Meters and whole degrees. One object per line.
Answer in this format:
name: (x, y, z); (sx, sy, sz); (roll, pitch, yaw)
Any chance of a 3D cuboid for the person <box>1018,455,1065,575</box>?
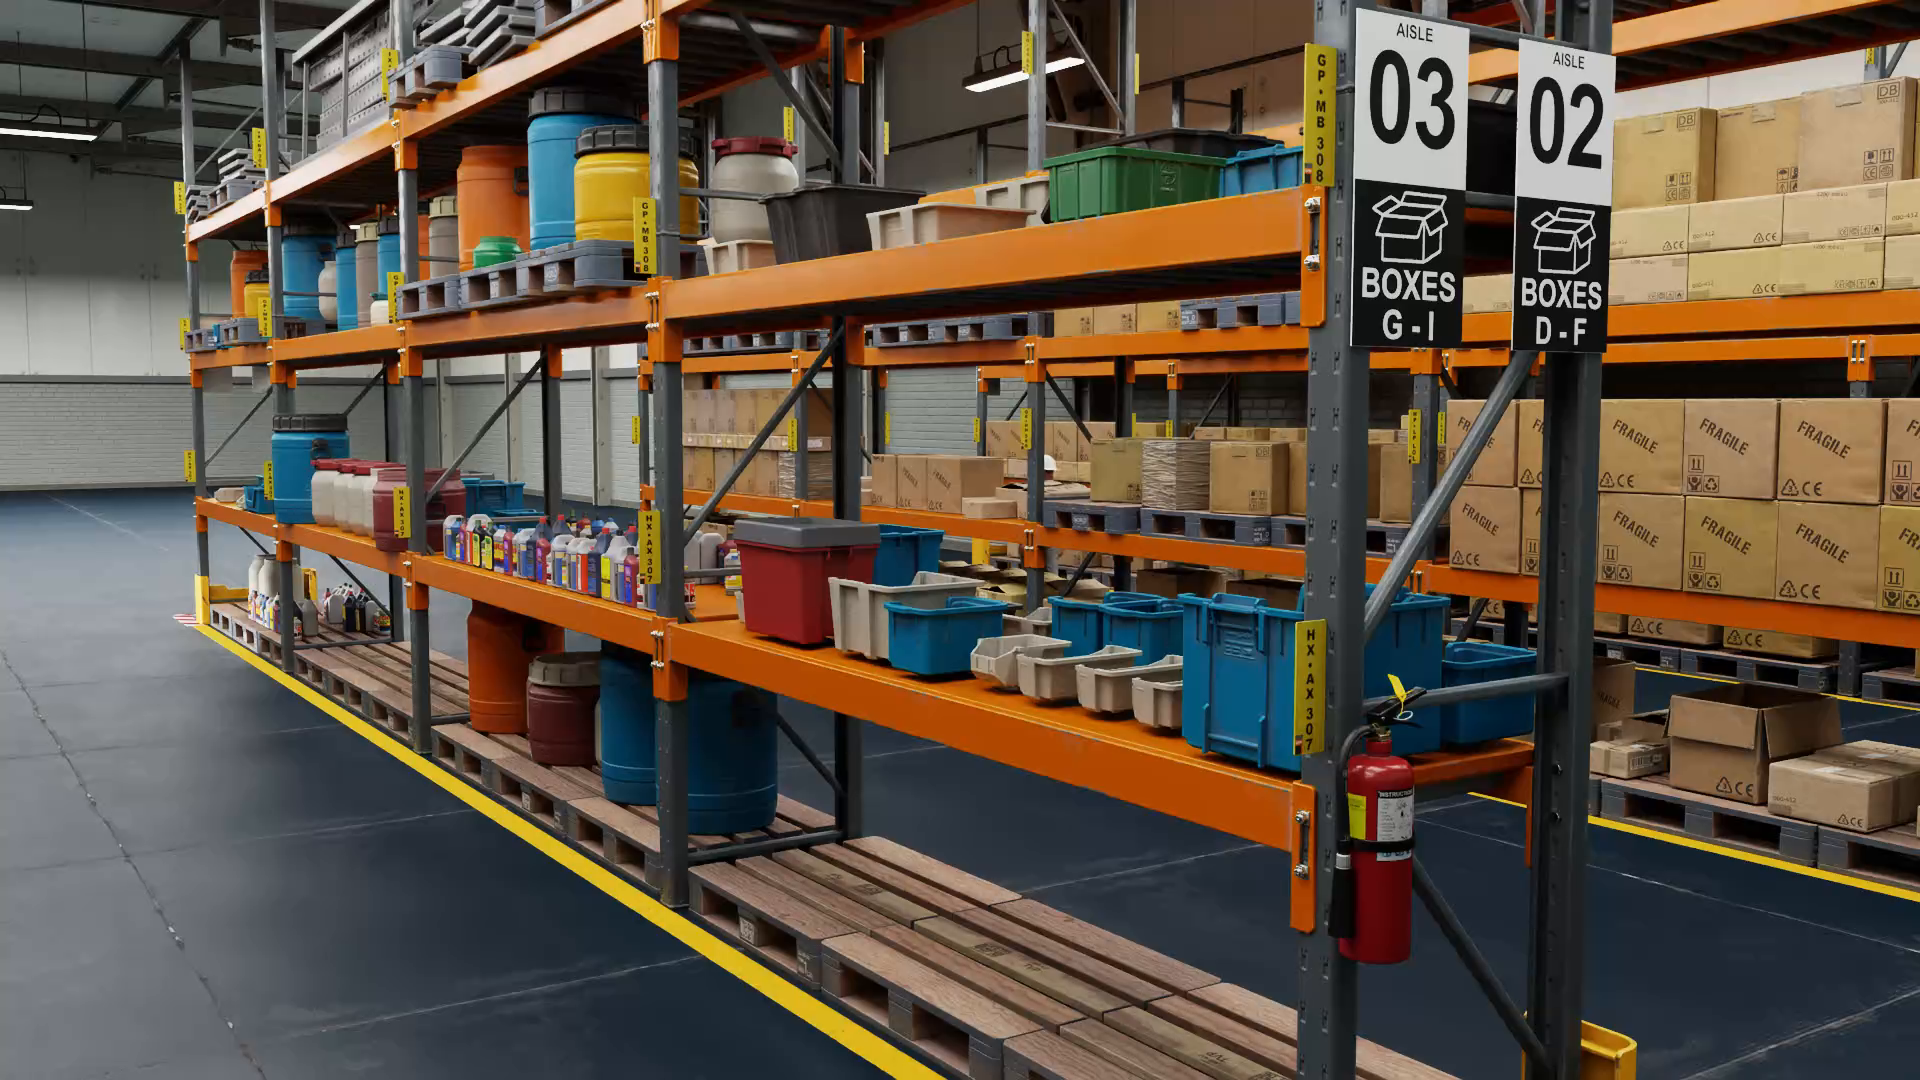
person: (0.810, 0.024, 16.855); (0.580, 1.769, 0.460); (-3, 6, -33)
